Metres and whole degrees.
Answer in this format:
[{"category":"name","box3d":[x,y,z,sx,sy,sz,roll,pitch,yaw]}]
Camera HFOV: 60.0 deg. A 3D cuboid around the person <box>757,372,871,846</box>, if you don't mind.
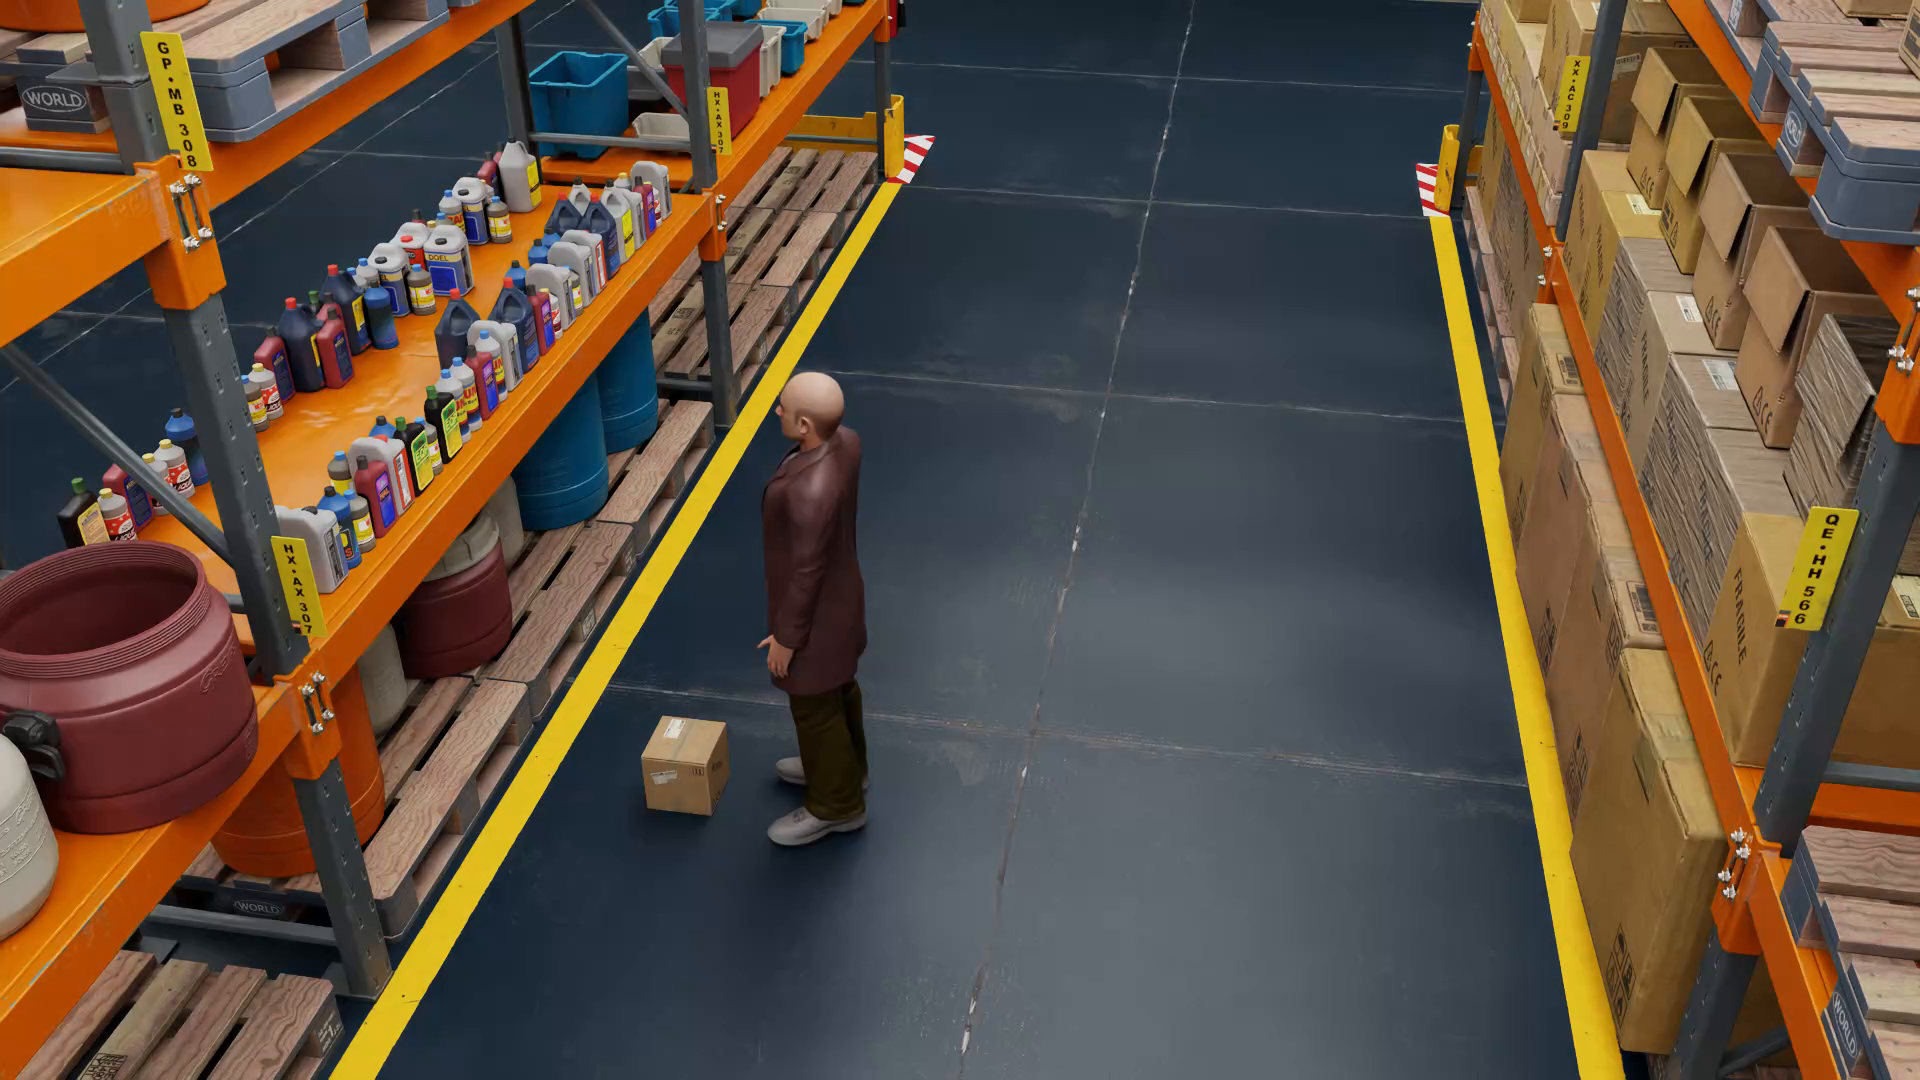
[{"category":"person","box3d":[-0.525,0.228,5.755,0.408,1.785,0.591,5,32,8]}]
